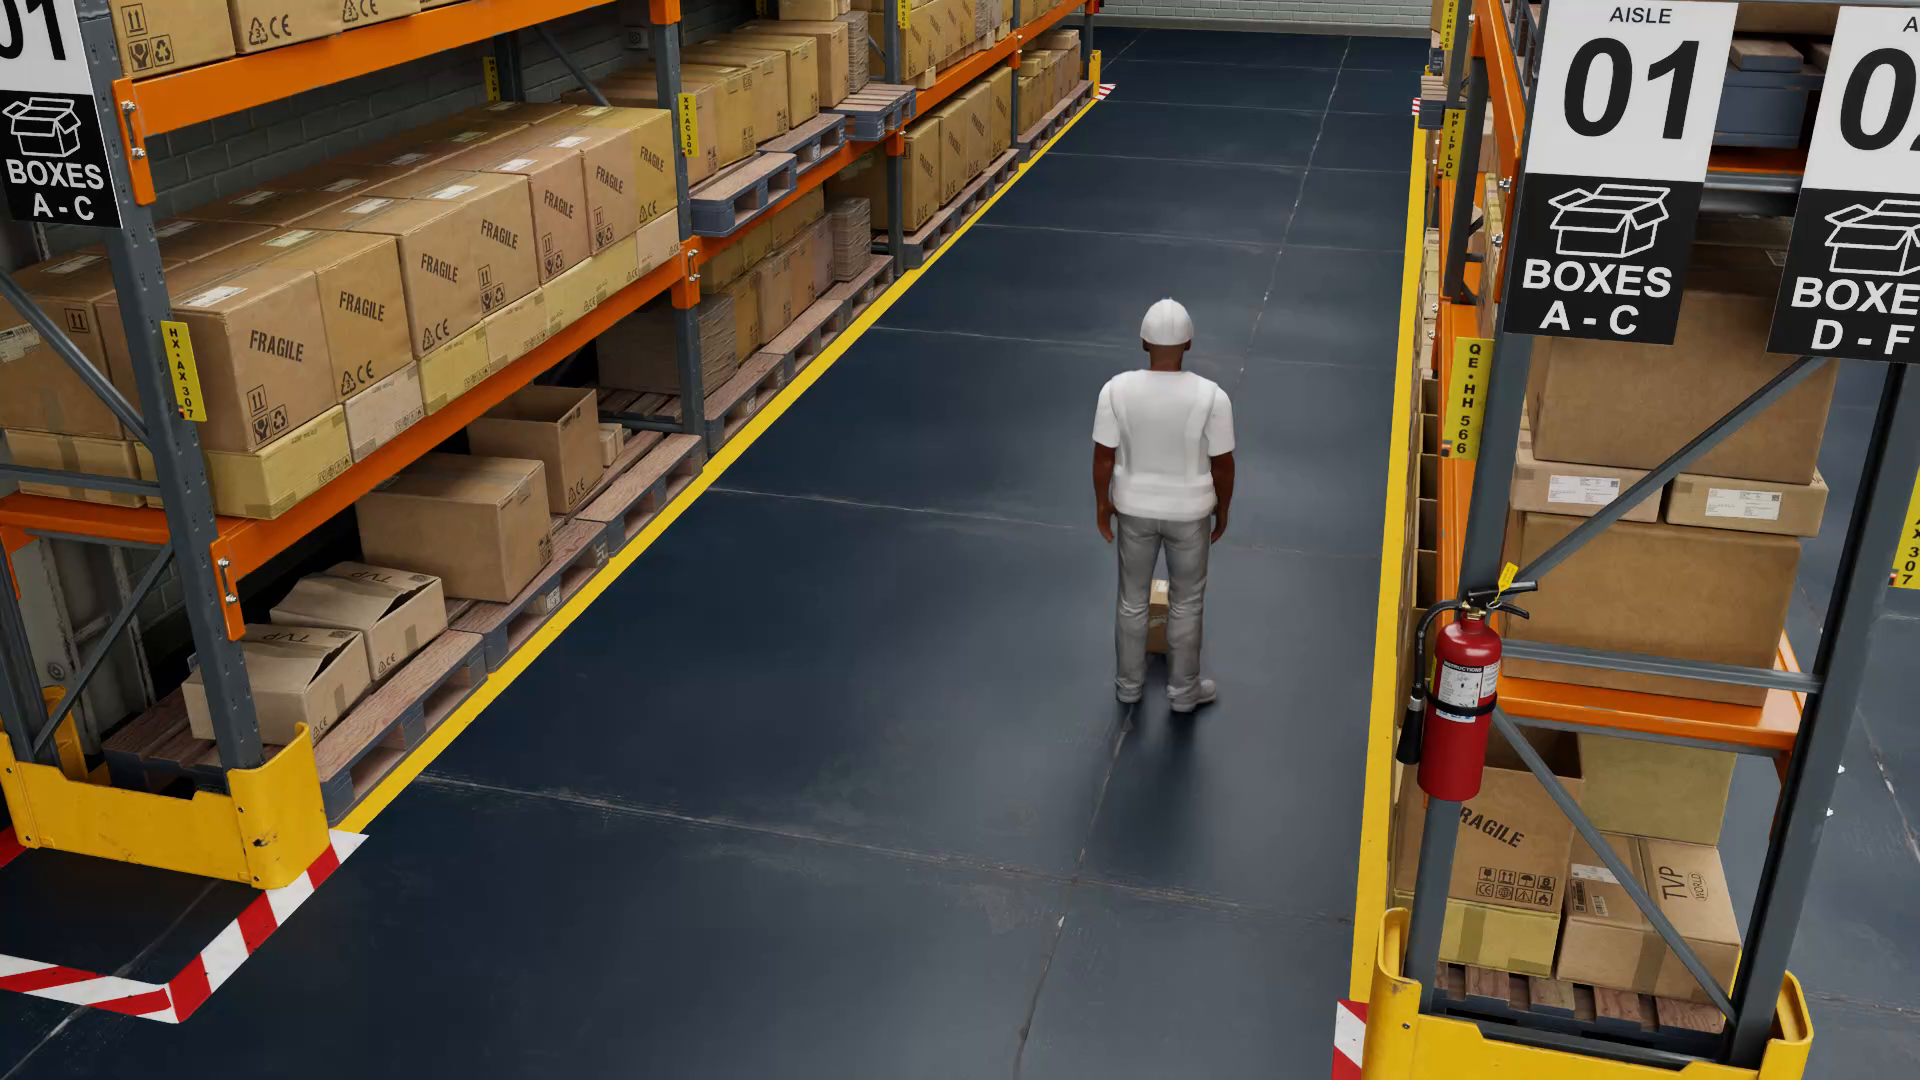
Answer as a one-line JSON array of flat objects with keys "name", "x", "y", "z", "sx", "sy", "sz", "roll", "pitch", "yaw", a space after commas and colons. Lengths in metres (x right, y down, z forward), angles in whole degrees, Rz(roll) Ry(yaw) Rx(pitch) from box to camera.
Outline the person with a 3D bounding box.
[{"name": "person", "x": 0.832, "y": -0.129, "z": 6.862, "sx": 0.577, "sy": 1.784, "sz": 0.366, "roll": 7, "pitch": 26, "yaw": 14}]
